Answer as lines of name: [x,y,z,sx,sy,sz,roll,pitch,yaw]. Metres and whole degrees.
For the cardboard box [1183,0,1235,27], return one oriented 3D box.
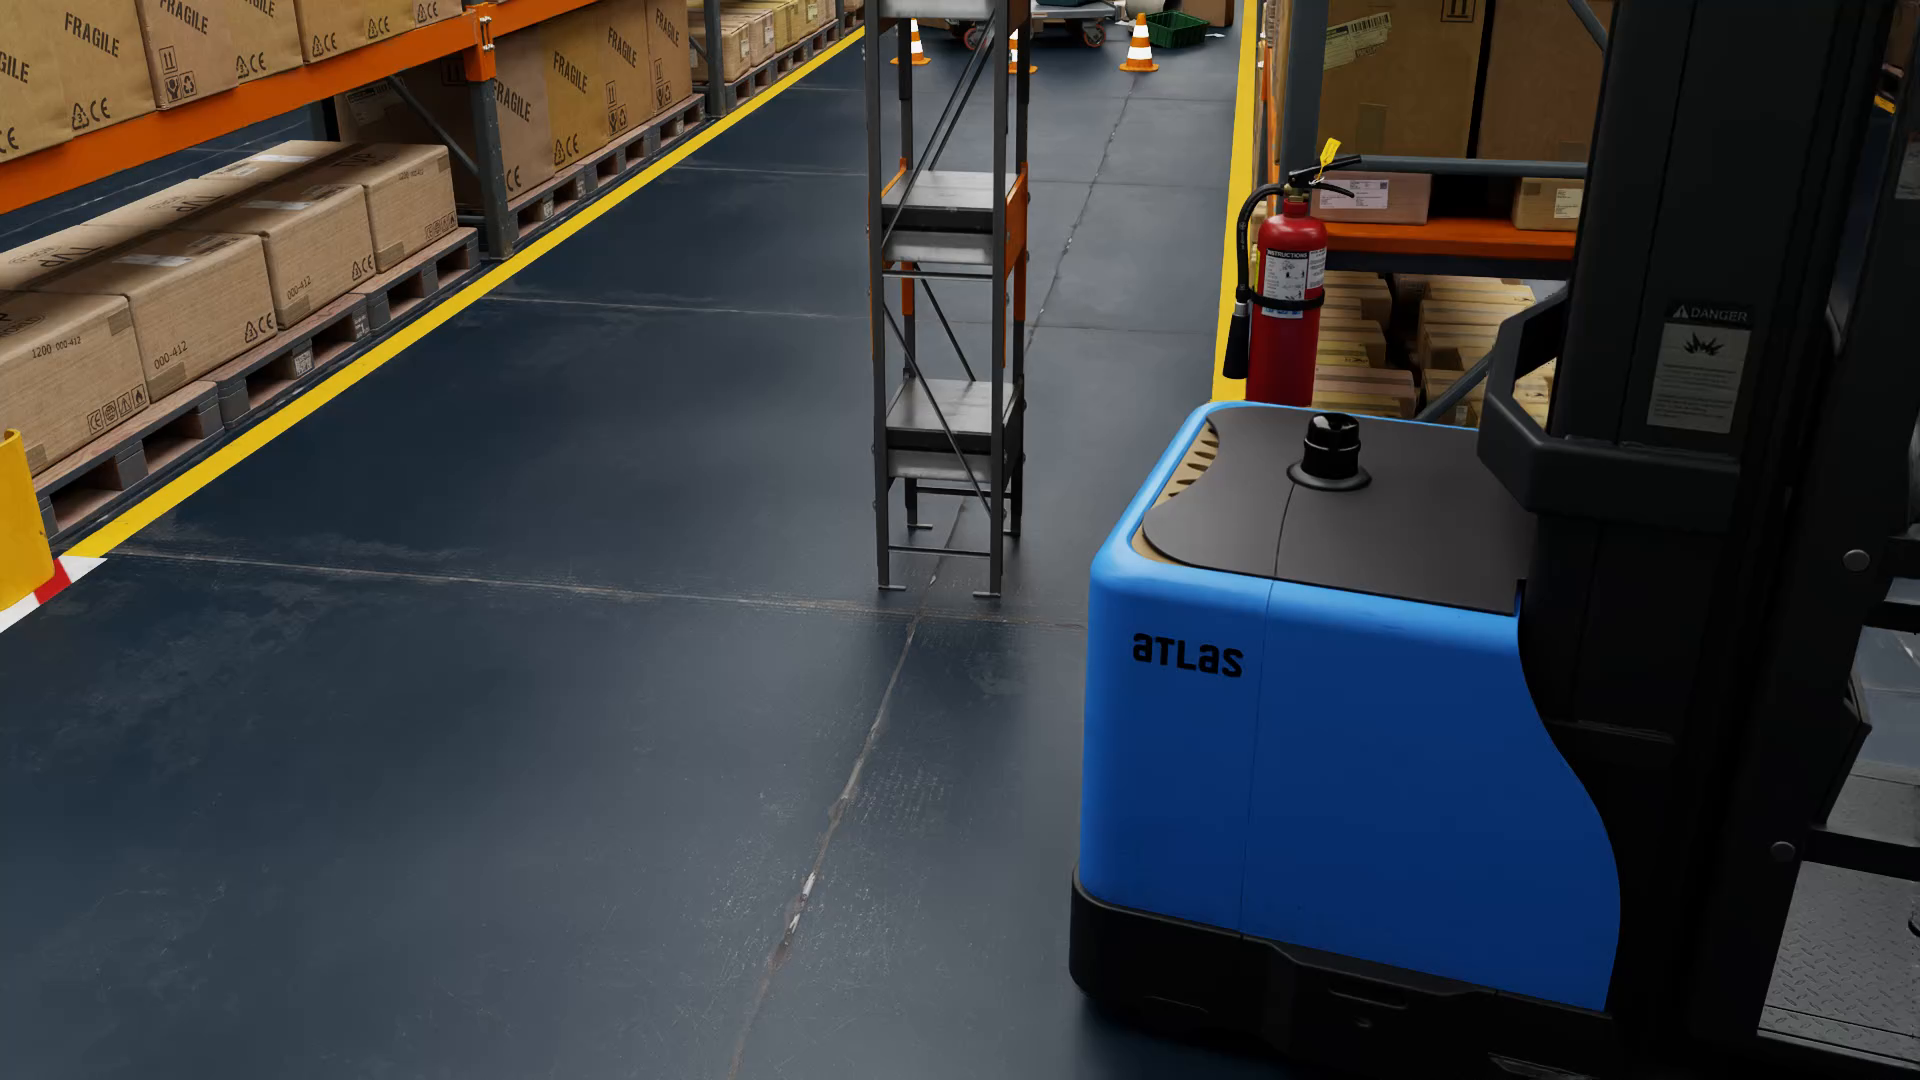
cardboard box: [2.521,-5.544,17.003,0.500,0.500,0.500,8,26,18]

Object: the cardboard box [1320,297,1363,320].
cardboard box: [1.263,-0.782,6.048,0.380,0.149,0.250,5,26,10]

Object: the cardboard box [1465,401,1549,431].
cardboard box: [1.739,-0.300,5.019,0.380,0.149,0.250,3,25,6]

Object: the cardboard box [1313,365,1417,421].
cardboard box: [1.252,-0.445,5.328,0.380,0.149,0.250,5,25,10]

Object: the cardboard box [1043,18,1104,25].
cardboard box: [1.099,-5.558,16.870,0.797,0.637,0.503,4,25,9]

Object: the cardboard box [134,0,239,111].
cardboard box: [-3.064,-1.888,6.128,0.500,0.500,0.500,4,25,8]

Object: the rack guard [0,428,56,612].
rack guard: [-3.586,-0.095,5.363,1.175,0.500,0.348,4,25,9]

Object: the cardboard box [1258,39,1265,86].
cardboard box: [2.014,-2.772,9.703,0.500,0.250,0.500,3,25,6]

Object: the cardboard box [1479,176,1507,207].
cardboard box: [1.695,-1.045,4.740,0.380,0.149,0.250,5,26,10]

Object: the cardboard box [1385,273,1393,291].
cardboard box: [2.038,-1.164,7.215,0.380,0.149,0.250,4,25,9]

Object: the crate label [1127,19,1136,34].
crate label: [1.808,-5.049,16.376,0.298,0.136,0.250,-14,29,-27]

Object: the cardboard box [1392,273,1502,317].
cardboard box: [1.881,-0.964,6.437,0.380,0.149,0.250,4,25,9]

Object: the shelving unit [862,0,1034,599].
shelving unit: [-0.027,-0.882,5.157,0.431,2.100,0.503,4,25,9]

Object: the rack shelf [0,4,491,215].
rack shelf: [-3.255,-1.748,6.794,1.077,0.370,4.000,4,25,9]

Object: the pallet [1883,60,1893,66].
pallet: [8.030,-3.981,14.005,1.003,0.211,1.213,4,25,9]

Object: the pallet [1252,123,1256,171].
pallet: [2.496,-2.693,11.253,1.003,0.211,1.213,4,25,9]

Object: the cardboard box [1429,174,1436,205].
cardboard box: [1.170,-1.080,4.815,0.380,0.149,0.250,4,25,8]

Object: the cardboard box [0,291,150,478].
cardboard box: [-3.573,-0.550,5.913,0.875,0.438,0.875,3,25,7]

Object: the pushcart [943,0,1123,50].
pushcart: [0.637,-4.931,15.840,1.648,0.377,0.936,-5,25,-10]

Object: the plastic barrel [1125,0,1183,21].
plastic barrel: [1.951,-5.369,16.721,0.421,0.421,0.512,-20,32,-36]

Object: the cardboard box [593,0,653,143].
cardboard box: [-2.619,-3.155,10.963,0.875,0.875,0.875,4,25,9]

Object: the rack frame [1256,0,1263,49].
rack frame: [3.279,-5.955,14.934,1.000,3.000,0.127,4,25,9]

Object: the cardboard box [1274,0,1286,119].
cardboard box: [1.227,-1.537,5.027,0.500,0.500,0.500,4,25,8]

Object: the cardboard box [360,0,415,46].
cardboard box: [-2.830,-2.528,7.494,0.500,0.500,0.500,3,25,7]

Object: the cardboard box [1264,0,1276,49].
cardboard box: [1.451,-2.184,6.409,0.500,0.500,0.500,3,25,7]

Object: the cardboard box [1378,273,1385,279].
cardboard box: [1.510,-1.097,6.720,0.380,0.149,0.250,3,25,6]

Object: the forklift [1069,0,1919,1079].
forklift: [1.809,-0.297,2.927,3.031,2.935,1.130,9,26,18]

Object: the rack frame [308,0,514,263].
rack frame: [-2.928,-2.910,8.428,1.000,3.000,0.127,4,25,9]

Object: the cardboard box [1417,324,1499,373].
cardboard box: [1.792,-0.630,5.723,0.380,0.149,0.250,3,25,6]

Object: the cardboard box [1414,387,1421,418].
cardboard box: [1.710,-0.390,5.563,0.380,0.149,0.250,4,25,9]

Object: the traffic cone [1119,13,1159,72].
traffic cone: [1.570,-4.350,14.497,0.336,0.463,0.334,4,25,9]

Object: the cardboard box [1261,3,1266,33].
cardboard box: [2.274,-3.408,11.062,0.500,0.250,0.500,3,25,6]

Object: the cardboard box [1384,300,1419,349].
cardboard box: [1.866,-0.836,6.515,0.380,0.149,0.250,5,26,11]

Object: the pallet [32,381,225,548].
pallet: [-3.528,-0.314,6.172,1.003,0.211,1.213,4,25,9]

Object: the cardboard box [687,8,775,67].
cardboard box: [-2.060,-4.128,13.634,0.950,0.372,0.625,4,25,8]

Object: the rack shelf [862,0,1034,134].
rack shelf: [-0.027,-1.503,4.866,0.431,0.518,0.480,4,25,9]

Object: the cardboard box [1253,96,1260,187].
cardboard box: [1.928,-2.209,9.384,0.500,0.500,0.500,3,25,7]

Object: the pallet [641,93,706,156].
pallet: [-2.478,-2.995,11.900,1.003,0.211,1.213,4,25,9]

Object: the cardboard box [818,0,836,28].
cardboard box: [-1.704,-5.036,15.576,0.950,0.372,0.625,4,25,9]

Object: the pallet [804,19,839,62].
pallet: [-1.747,-4.667,15.472,1.003,0.211,1.213,4,25,9]

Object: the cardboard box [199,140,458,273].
cardboard box: [-3.137,-1.685,8.337,0.875,0.438,0.875,4,25,8]

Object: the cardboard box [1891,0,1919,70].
cardboard box: [7.847,-3.949,13.078,0.700,0.500,0.500,2,25,4]

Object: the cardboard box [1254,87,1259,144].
cardboard box: [2.180,-2.852,10.757,0.500,0.500,0.500,4,25,9]
